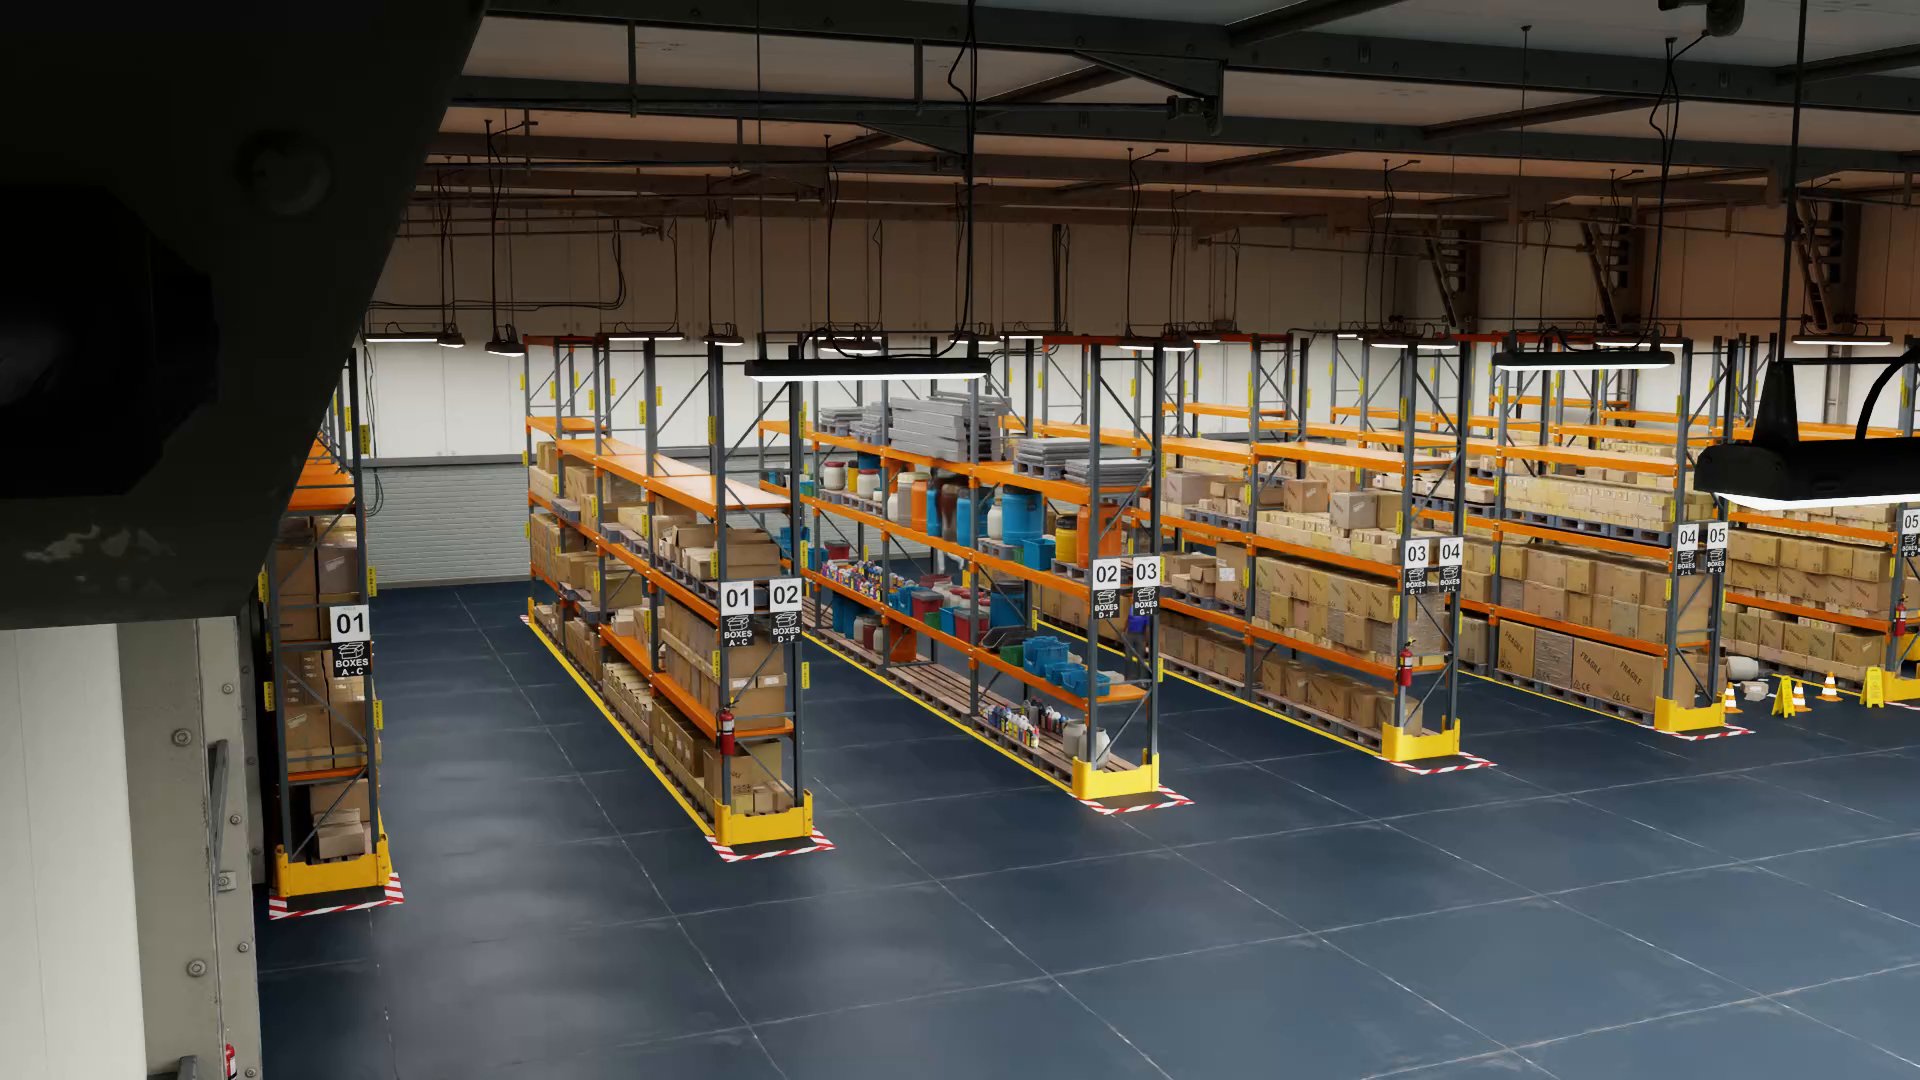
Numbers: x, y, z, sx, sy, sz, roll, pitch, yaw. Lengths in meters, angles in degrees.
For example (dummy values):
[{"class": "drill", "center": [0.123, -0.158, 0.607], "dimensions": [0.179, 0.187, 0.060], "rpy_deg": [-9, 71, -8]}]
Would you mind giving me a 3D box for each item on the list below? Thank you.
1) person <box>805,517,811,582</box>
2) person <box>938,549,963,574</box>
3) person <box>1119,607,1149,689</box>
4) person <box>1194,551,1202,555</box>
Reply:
[{"class": "person", "center": [-3.783, 0.234, 39.944], "dimensions": [0.515, 1.585, 0.415], "rpy_deg": [1, 8, 6]}, {"class": "person", "center": [-0.286, 0.015, 41.396], "dimensions": [0.507, 1.651, 0.731], "rpy_deg": [6, 10, 38]}, {"class": "person", "center": [3.019, 1.751, 28.606], "dimensions": [0.597, 1.686, 0.429], "rpy_deg": [2, 8, 14]}, {"class": "person", "center": [4.720, 1.116, 33.030], "dimensions": [0.537, 1.809, 0.886], "rpy_deg": [-3, 8, -21]}]
